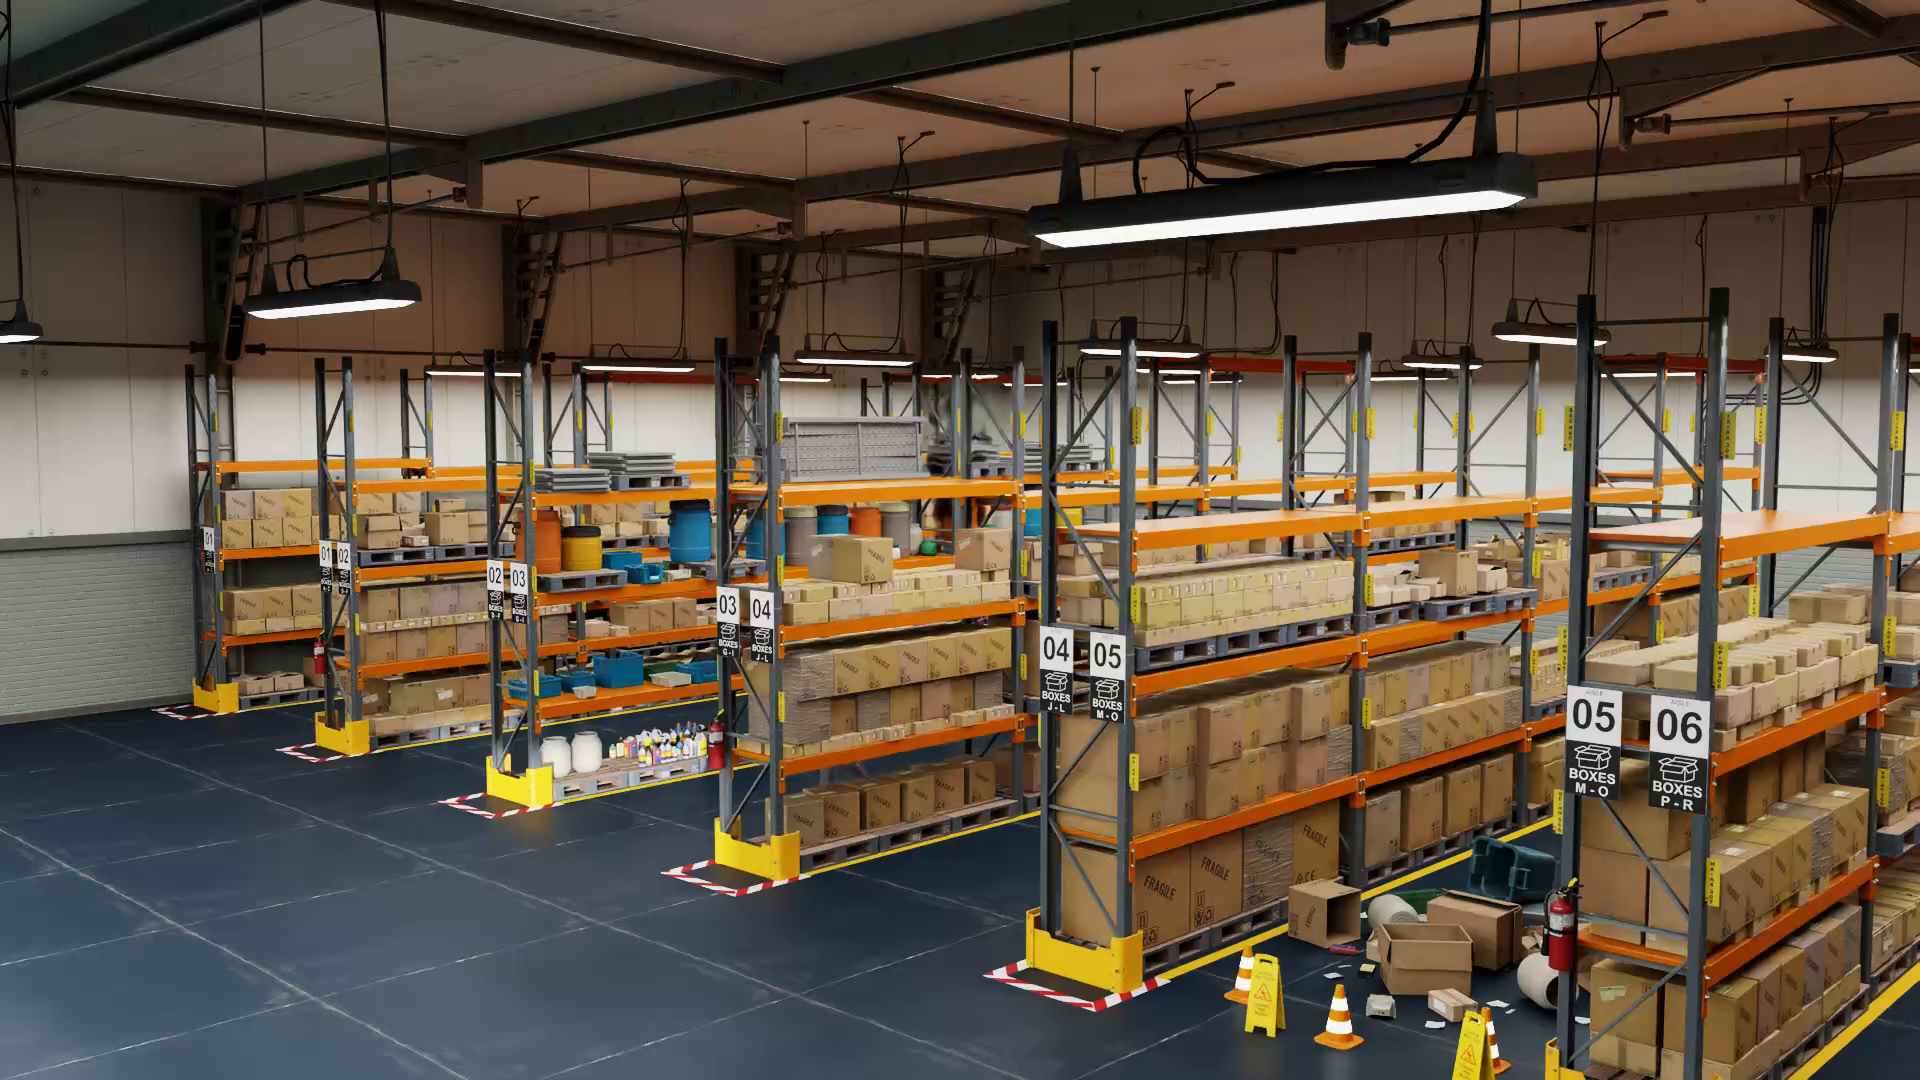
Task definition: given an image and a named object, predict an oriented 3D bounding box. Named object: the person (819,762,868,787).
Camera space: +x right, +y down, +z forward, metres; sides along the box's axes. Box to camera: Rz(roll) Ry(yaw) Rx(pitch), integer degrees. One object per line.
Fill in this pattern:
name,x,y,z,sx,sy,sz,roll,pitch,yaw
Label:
person,-1.584,2.614,21.982,0.570,1.698,0.929,4,6,42
